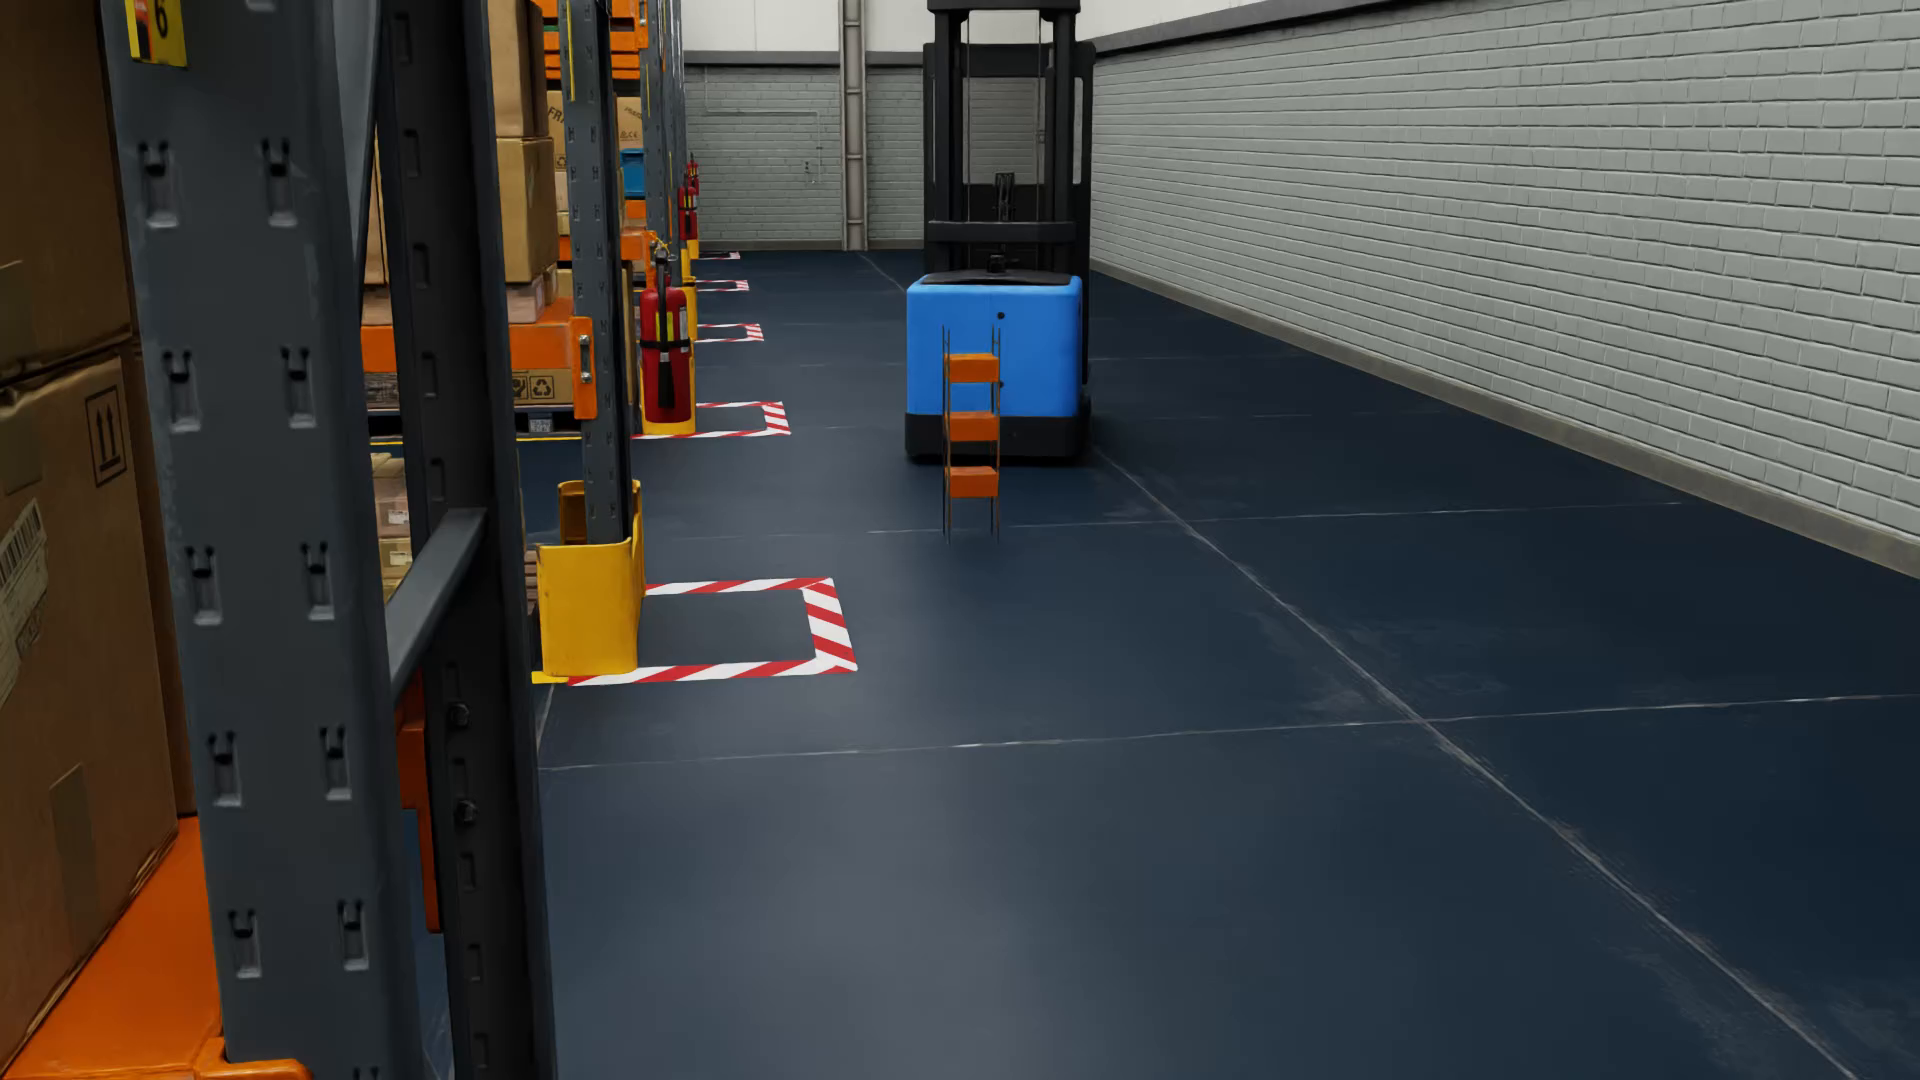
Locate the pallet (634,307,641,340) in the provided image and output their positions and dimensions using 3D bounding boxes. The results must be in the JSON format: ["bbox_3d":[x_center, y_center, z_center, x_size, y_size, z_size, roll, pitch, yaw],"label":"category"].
[{"bbox_3d":[-3.593,-2.107,16.188,1.213,0.211,1.003,-2,14,-8],"label":"pallet"}]

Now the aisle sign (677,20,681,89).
[{"bbox_3d":[-3.393,-5.861,20.082,0.004,0.787,0.394,-2,14,-8],"label":"aisle sign"}]

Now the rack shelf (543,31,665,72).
[{"bbox_3d":[-4.749,-4.513,15.364,4.000,0.370,1.077,-2,14,-8],"label":"rack shelf"}]

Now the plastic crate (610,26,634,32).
[{"bbox_3d":[-3.194,-4.924,15.793,0.590,0.269,0.497,-2,14,-8],"label":"plastic crate"}]

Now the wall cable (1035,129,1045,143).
[{"bbox_3d":[1.399,-7.386,25.555,0.112,2.526,3.097,-2,14,-8],"label":"wall cable"}]

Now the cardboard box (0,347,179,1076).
[{"bbox_3d":[-0.995,0.128,1.339,0.500,0.500,0.500,-2,14,-8],"label":"cardboard box"}]

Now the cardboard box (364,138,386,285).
[{"bbox_3d":[-2.311,-1.189,5.979,0.500,0.500,0.500,-2,14,-9],"label":"cardboard box"}]

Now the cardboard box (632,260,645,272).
[{"bbox_3d":[-4.007,-3.593,20.618,0.500,0.500,0.500,-2,14,-8],"label":"cardboard box"}]

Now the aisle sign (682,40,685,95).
[{"bbox_3d":[-4.132,-7.054,24.839,0.004,0.787,0.394,-2,14,-8],"label":"aisle sign"}]

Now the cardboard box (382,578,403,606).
[{"bbox_3d":[-2.123,0.190,6.294,0.250,0.149,0.380,-2,14,-7],"label":"cardboard box"}]

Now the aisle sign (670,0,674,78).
[{"bbox_3d":[-2.657,-4.673,15.344,0.004,0.787,0.394,-2,14,-8],"label":"aisle sign"}]

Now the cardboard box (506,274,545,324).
[{"bbox_3d":[-1.675,-0.890,6.121,0.250,0.149,0.380,-2,14,-8],"label":"cardboard box"}]

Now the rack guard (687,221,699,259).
[{"bbox_3d":[-4.224,-4.651,25.741,0.348,0.500,1.175,-2,14,-8],"label":"rack guard"}]

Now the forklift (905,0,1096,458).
[{"bbox_3d":[0.333,-2.226,11.072,1.130,2.935,3.031,1,14,6],"label":"forklift"}]

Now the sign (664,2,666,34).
[{"bbox_3d":[-2.674,-4.752,15.053,0.005,0.325,0.100,-2,14,-8],"label":"sign"}]

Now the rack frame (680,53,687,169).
[{"bbox_3d":[-4.247,-5.863,25.433,0.127,3.000,1.000,-2,14,-8],"label":"rack frame"}]

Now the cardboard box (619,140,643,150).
[{"bbox_3d":[-3.908,-4.638,20.344,0.500,0.500,0.500,-2,14,-7],"label":"cardboard box"}]

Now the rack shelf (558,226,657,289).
[{"bbox_3d":[-4.011,-1.867,10.979,4.000,0.370,1.077,-2,14,-8],"label":"rack shelf"}]

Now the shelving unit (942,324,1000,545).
[{"bbox_3d":[0.053,-0.511,8.102,0.252,1.050,0.215,-2,14,-8],"label":"shelving unit"}]

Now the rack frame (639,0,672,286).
[{"bbox_3d":[-2.034,-2.288,11.180,0.127,3.000,1.000,-2,14,-8],"label":"rack frame"}]

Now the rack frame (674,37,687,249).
[{"bbox_3d":[-3.506,-4.671,20.682,0.127,3.000,1.000,-2,14,-8],"label":"rack frame"}]

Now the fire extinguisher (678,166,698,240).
[{"bbox_3d":[-2.555,-3.158,15.571,0.183,0.674,0.296,-2,14,-8],"label":"fire extinguisher"}]

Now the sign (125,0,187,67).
[{"bbox_3d":[-0.490,-0.450,0.983,0.005,0.325,0.100,-2,14,-8],"label":"sign"}]

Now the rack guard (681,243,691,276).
[{"bbox_3d":[-3.581,-3.456,20.975,0.348,0.500,1.175,-2,14,-8],"label":"rack guard"}]

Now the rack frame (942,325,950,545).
[{"bbox_3d":[-0.068,-0.507,8.084,0.008,1.050,0.200,-2,14,-8],"label":"rack frame"}]

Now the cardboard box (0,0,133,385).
[{"bbox_3d":[-0.999,-0.363,1.243,0.500,0.500,0.500,-2,14,-6],"label":"cardboard box"}]

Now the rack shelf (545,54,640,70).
[{"bbox_3d":[-5.483,-5.705,20.116,4.000,0.370,1.077,-2,14,-8],"label":"rack shelf"}]

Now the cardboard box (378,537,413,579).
[{"bbox_3d":[-2.141,0.027,6.332,0.250,0.149,0.380,-2,14,-10],"label":"cardboard box"}]

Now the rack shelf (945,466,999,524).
[{"bbox_3d":[0.053,-0.231,8.172,0.240,0.259,0.215,-2,14,-8],"label":"rack shelf"}]

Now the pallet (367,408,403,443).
[{"bbox_3d":[-4.016,-0.845,11.156,1.213,0.211,1.003,-2,14,-8],"label":"pallet"}]

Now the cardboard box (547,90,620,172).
[{"bbox_3d":[-2.476,-2.643,10.749,0.500,0.500,0.500,-2,14,-8],"label":"cardboard box"}]

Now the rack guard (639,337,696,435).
[{"bbox_3d":[-2.010,-1.077,11.488,0.348,0.500,1.175,-2,14,-8],"label":"rack guard"}]

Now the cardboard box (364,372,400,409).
[{"bbox_3d":[-3.554,-1.386,11.087,0.875,0.875,0.875,-2,14,-8],"label":"cardboard box"}]

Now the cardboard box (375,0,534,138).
[{"bbox_3d":[-1.810,-1.693,5.934,0.500,0.500,0.500,-2,14,-9],"label":"cardboard box"}]

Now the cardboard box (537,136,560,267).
[{"bbox_3d":[-1.880,-1.335,6.560,0.500,0.500,0.500,-1,14,-6],"label":"cardboard box"}]

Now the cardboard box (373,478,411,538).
[{"bbox_3d":[-2.137,-0.126,6.331,0.250,0.149,0.380,-2,14,-7],"label":"cardboard box"}]

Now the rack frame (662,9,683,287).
[{"bbox_3d":[-2.772,-3.480,15.931,0.127,3.000,1.000,-2,14,-8],"label":"rack frame"}]

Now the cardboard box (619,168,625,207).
[{"bbox_3d":[-2.549,-2.407,11.352,0.500,0.250,0.500,-2,14,-10],"label":"cardboard box"}]

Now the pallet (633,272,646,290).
[{"bbox_3d":[-4.369,-3.287,20.894,1.213,0.211,1.003,-2,14,-8],"label":"pallet"}]

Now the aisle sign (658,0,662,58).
[{"bbox_3d":[-1.918,-3.480,10.587,0.004,0.787,0.394,-2,14,-8],"label":"aisle sign"}]

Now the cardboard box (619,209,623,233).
[{"bbox_3d":[-2.337,-2.074,10.843,0.250,0.149,0.380,-2,14,-7],"label":"cardboard box"}]

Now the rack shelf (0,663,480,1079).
[{"bbox_3d":[-2.535,0.517,1.474,4.000,0.370,1.077,-2,14,-8],"label":"rack shelf"}]

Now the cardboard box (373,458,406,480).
[{"bbox_3d":[-2.218,-0.225,6.727,0.250,0.149,0.380,-2,14,-7],"label":"cardboard box"}]

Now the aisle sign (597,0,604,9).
[{"bbox_3d":[-1.278,-2.283,5.815,0.004,0.787,0.394,-2,14,-8],"label":"aisle sign"}]

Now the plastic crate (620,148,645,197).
[{"bbox_3d":[-3.075,-3.469,15.692,0.499,0.435,0.616,-2,14,-8],"label":"plastic crate"}]
